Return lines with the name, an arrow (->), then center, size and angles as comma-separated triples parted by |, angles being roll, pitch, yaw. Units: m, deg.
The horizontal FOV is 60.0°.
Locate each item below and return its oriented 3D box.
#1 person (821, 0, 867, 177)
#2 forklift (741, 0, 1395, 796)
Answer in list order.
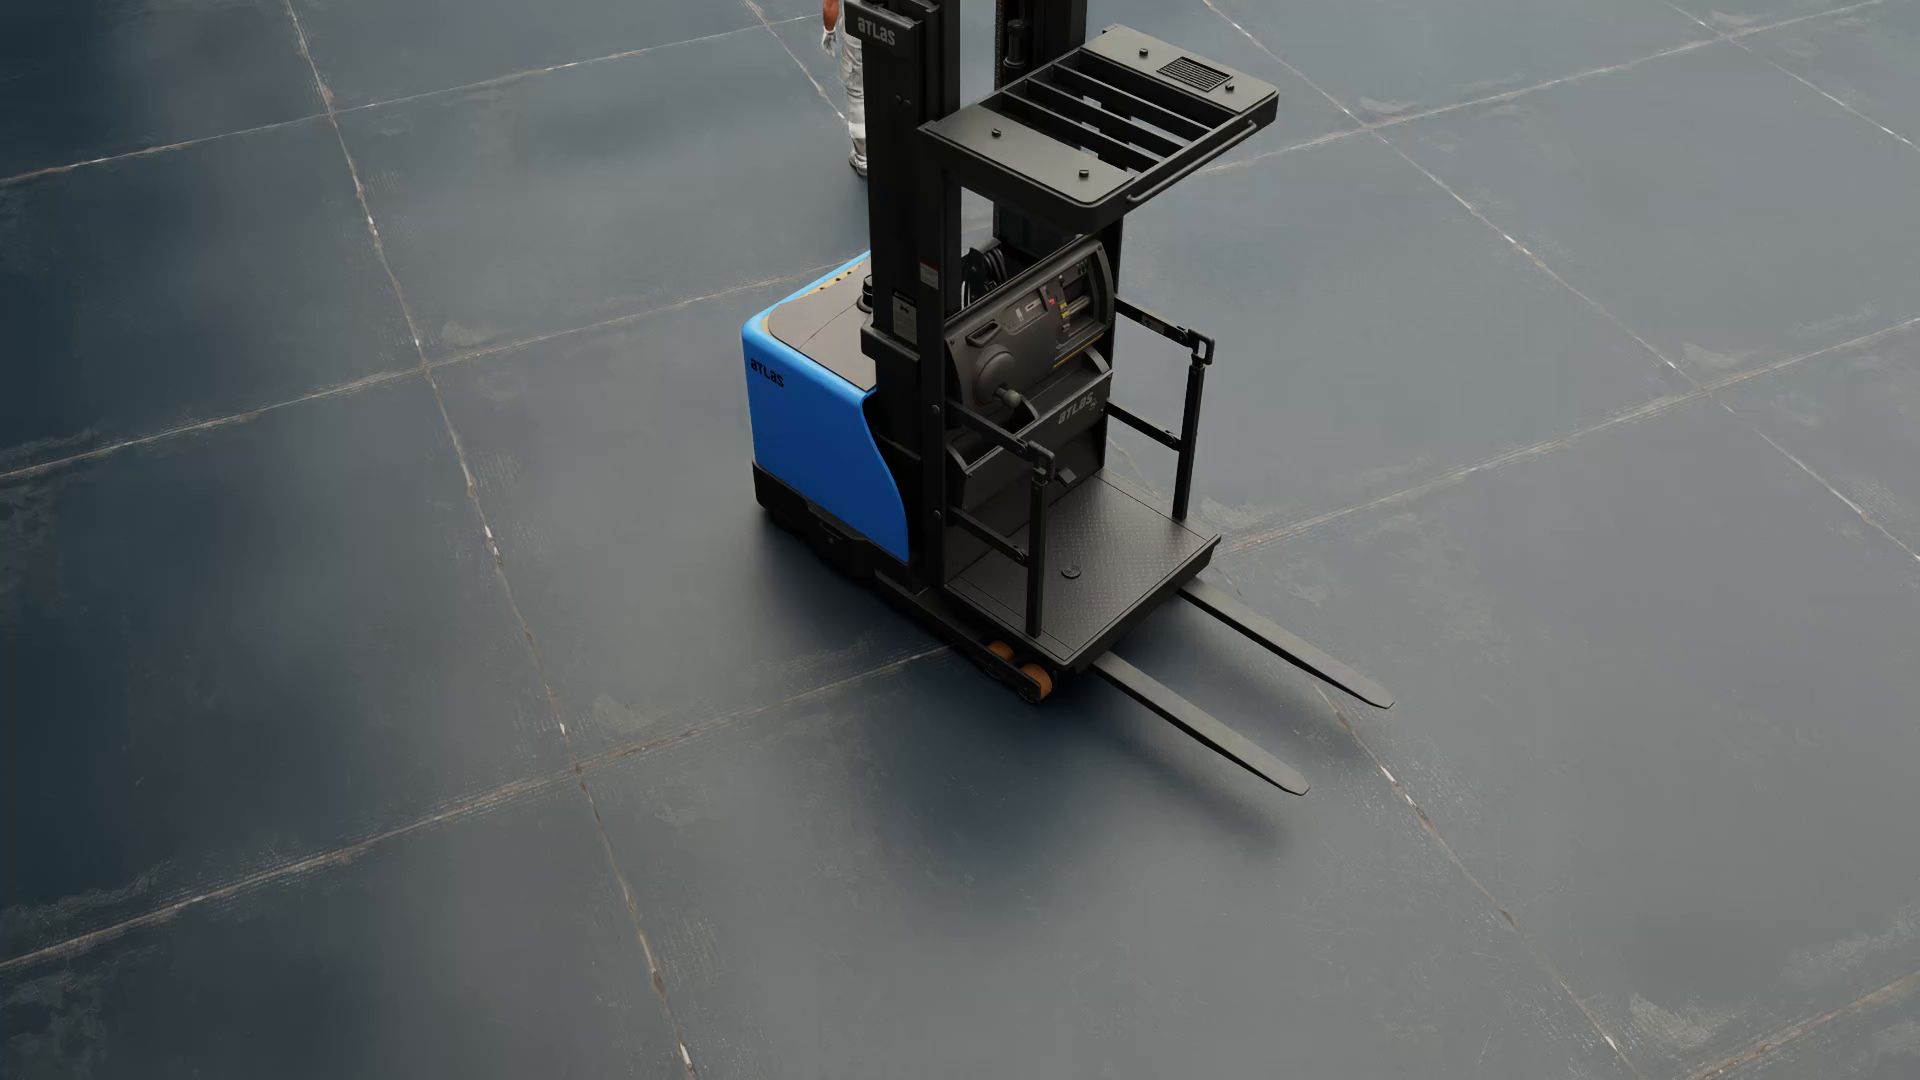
person -> -0.500, -2.968, 9.706 | 0.623, 1.780, 0.446 | -6, 43, -6
forklift -> 0.445, -0.788, 6.525 | 3.031, 2.935, 1.130 | 32, 52, 30
